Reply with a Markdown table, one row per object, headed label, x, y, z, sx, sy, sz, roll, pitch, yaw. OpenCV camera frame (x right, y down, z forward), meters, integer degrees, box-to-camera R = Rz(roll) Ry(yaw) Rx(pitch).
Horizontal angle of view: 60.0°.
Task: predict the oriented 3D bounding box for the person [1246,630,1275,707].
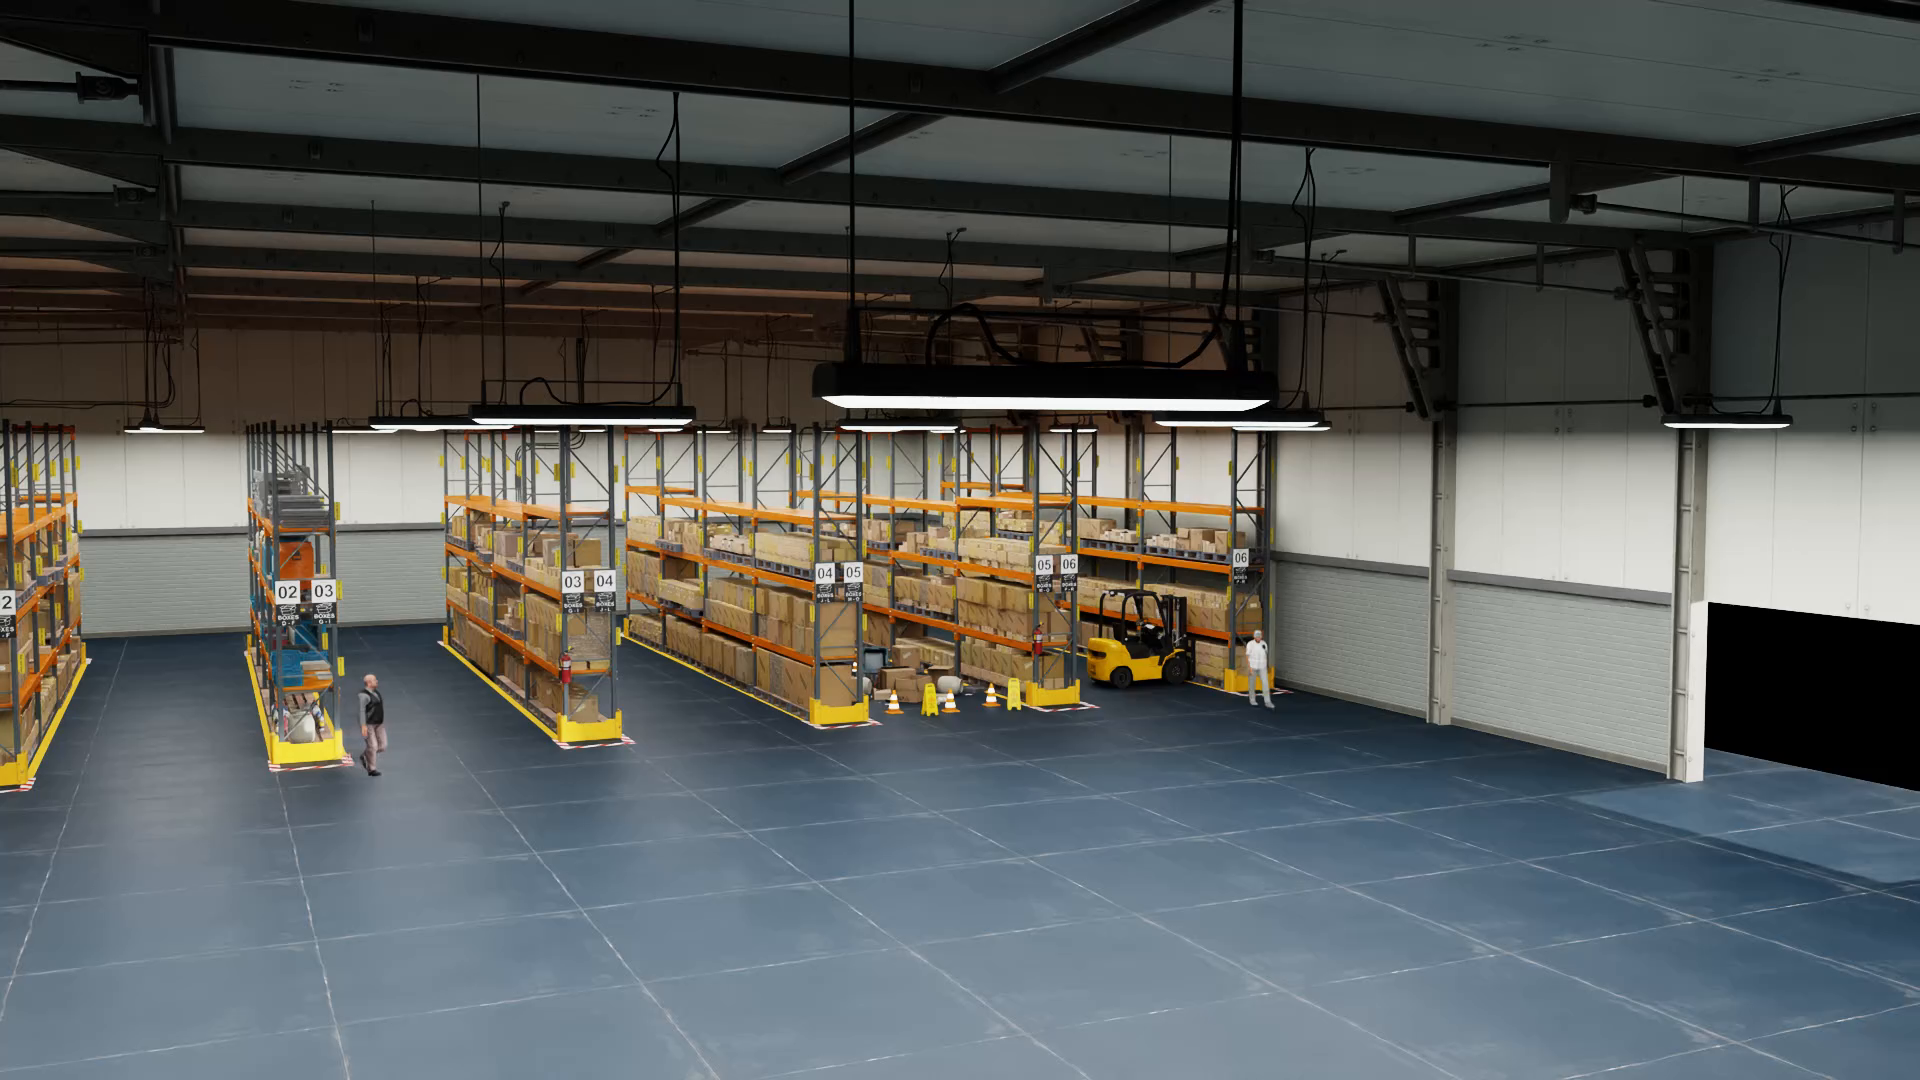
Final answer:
| label | x | y | z | sx | sy | sz | roll | pitch | yaw |
| --- | --- | --- | --- | --- | --- | --- | --- | --- | --- |
| person | 6.303 | 2.702 | 34.996 | 0.552 | 1.620 | 0.927 | 0 | 4 | 2 |

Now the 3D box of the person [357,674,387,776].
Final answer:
| label | x | y | z | sx | sy | sz | roll | pitch | yaw |
| --- | --- | --- | --- | --- | --- | --- | --- | --- | --- |
| person | -9.951 | 3.104 | 27.961 | 0.597 | 1.709 | 0.518 | 2 | 4 | 25 |
